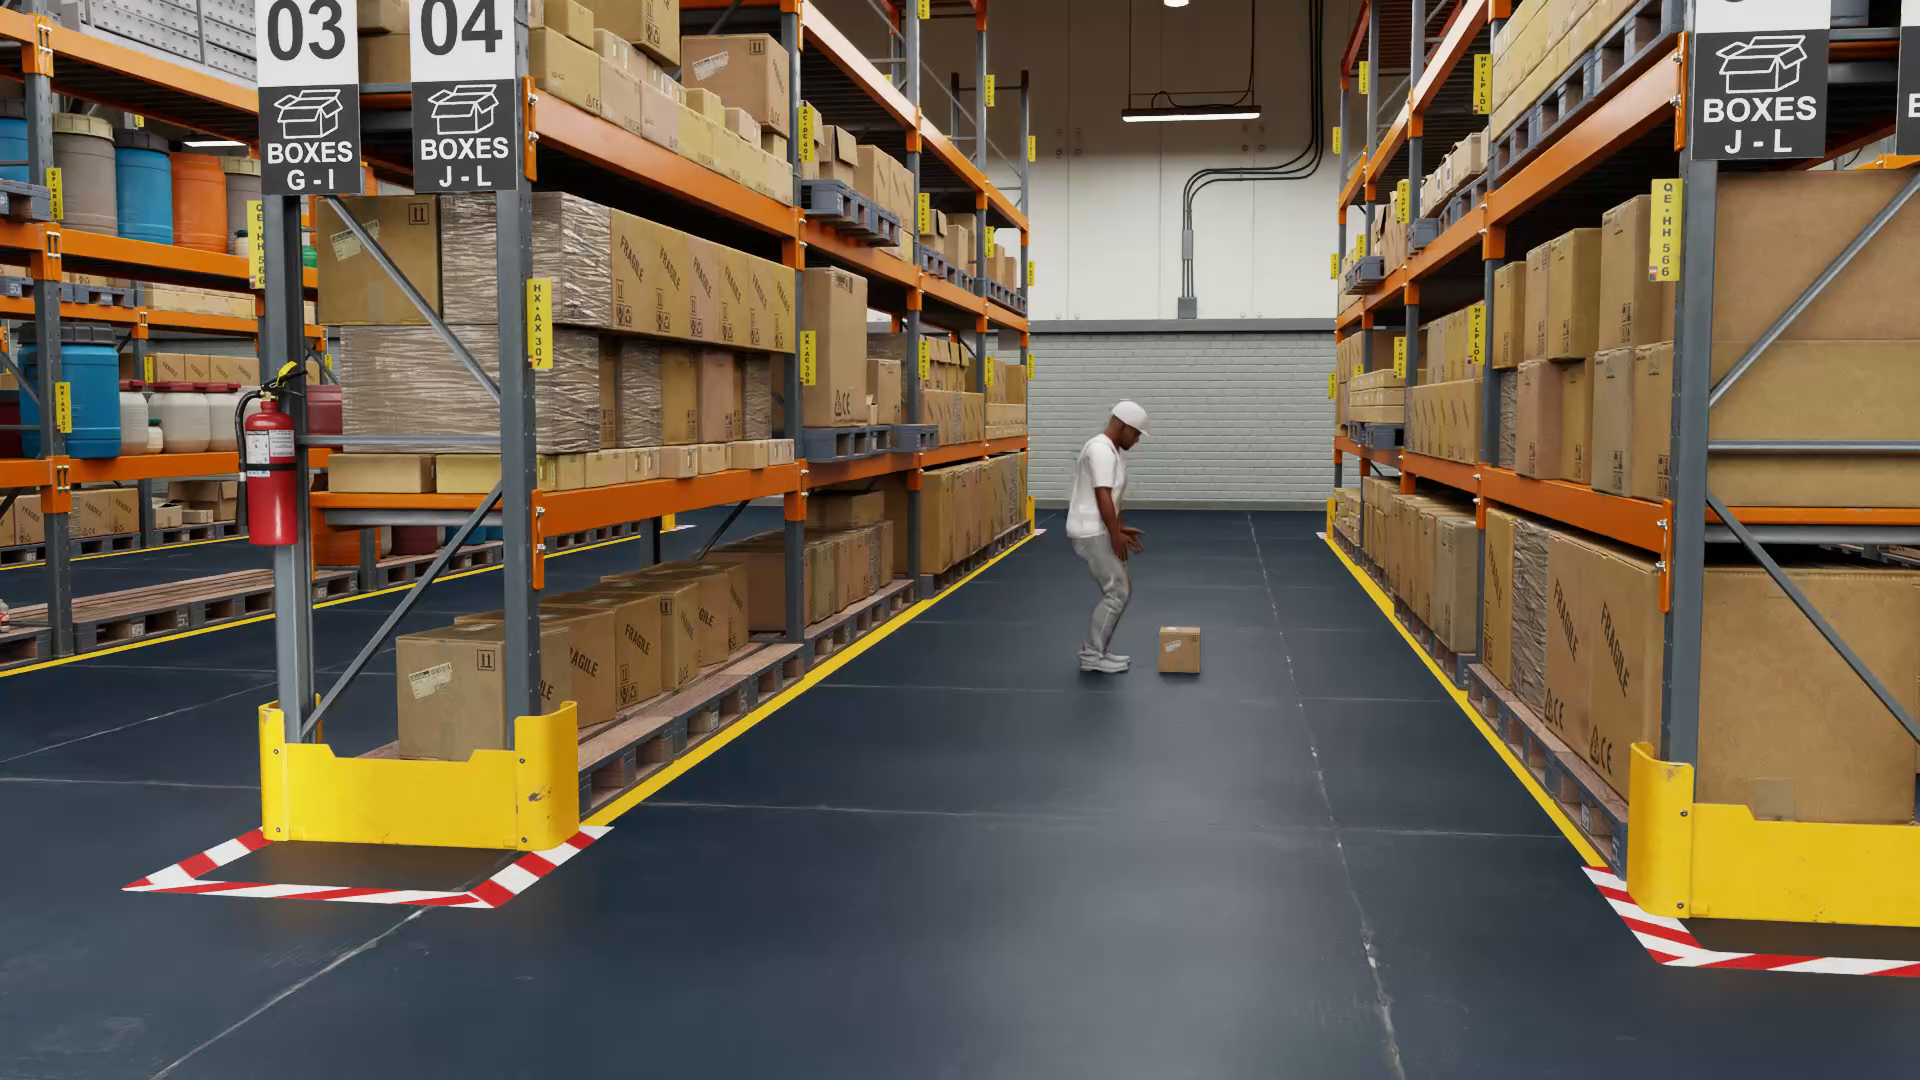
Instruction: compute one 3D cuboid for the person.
[{"bbox_3d":[0.931,-0.032,10.459,0.511,1.682,0.602,1,5,10],"label":"person"}]
